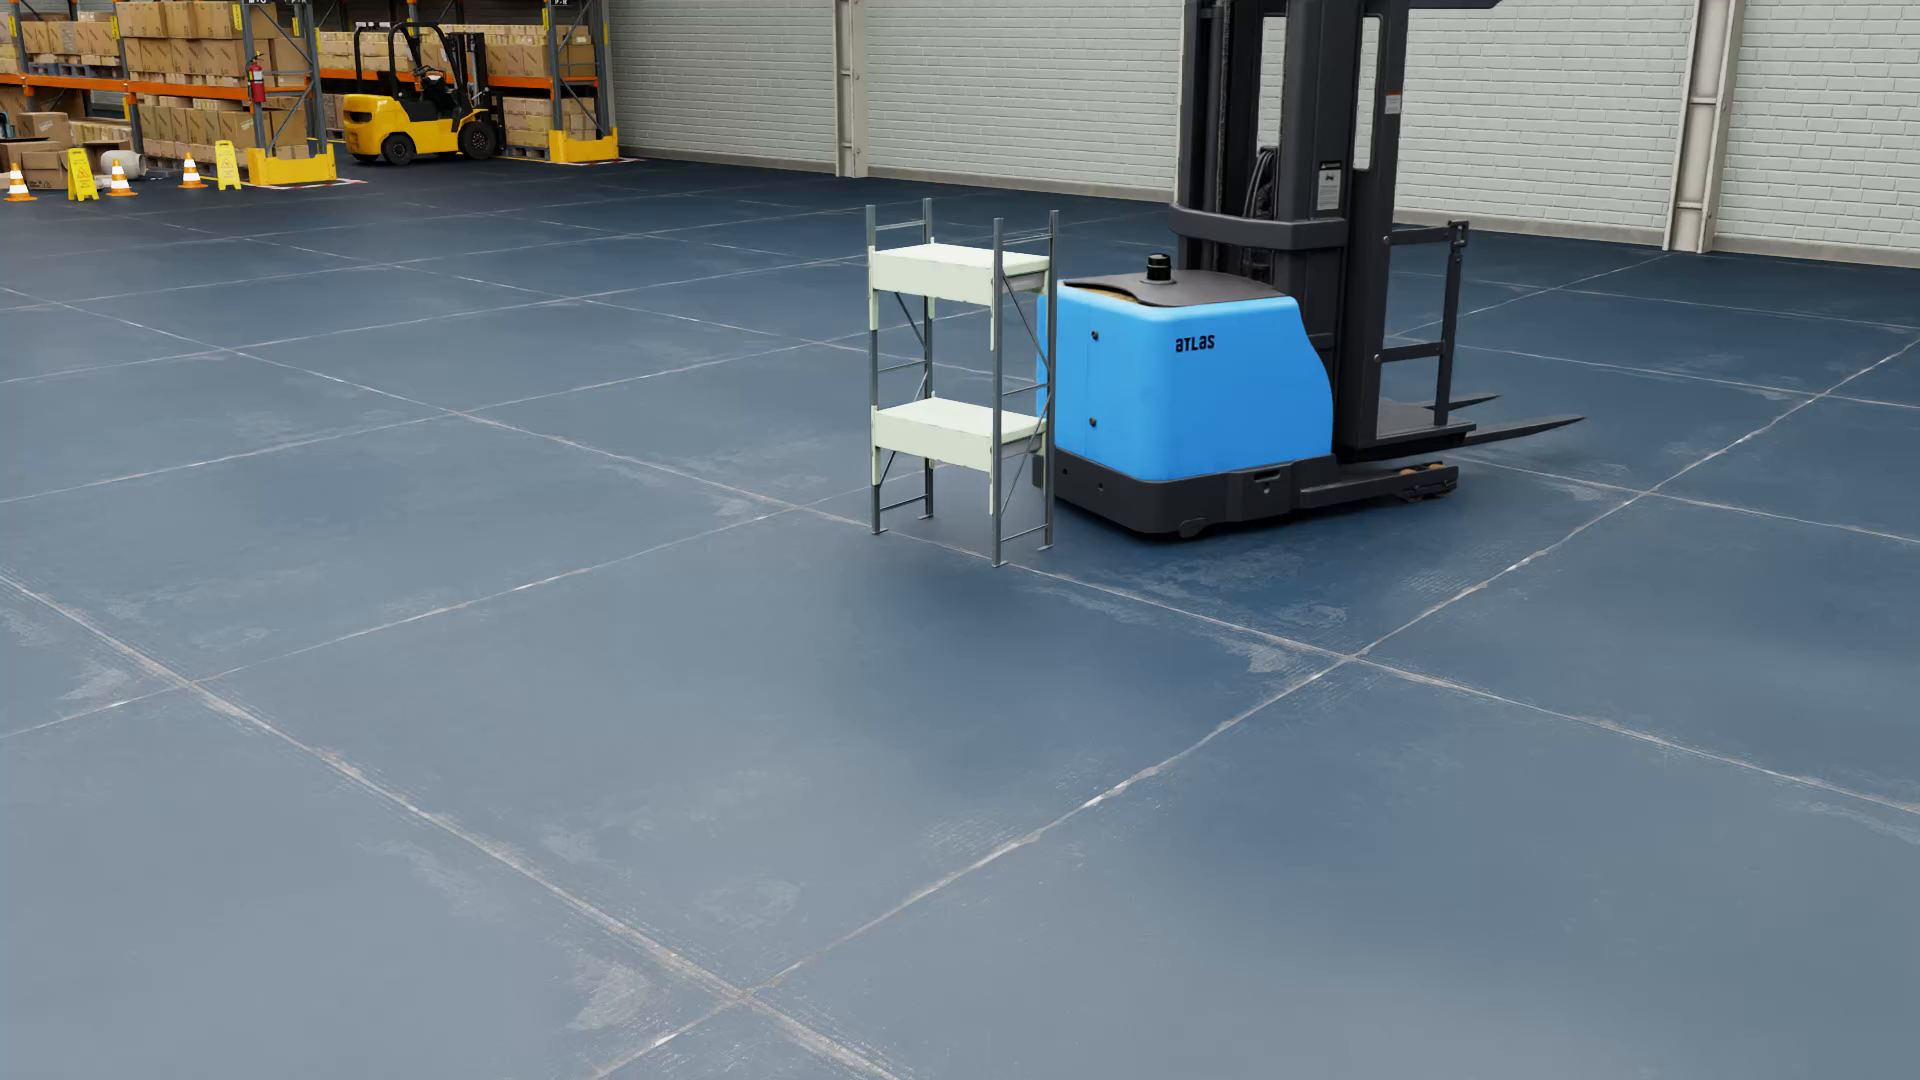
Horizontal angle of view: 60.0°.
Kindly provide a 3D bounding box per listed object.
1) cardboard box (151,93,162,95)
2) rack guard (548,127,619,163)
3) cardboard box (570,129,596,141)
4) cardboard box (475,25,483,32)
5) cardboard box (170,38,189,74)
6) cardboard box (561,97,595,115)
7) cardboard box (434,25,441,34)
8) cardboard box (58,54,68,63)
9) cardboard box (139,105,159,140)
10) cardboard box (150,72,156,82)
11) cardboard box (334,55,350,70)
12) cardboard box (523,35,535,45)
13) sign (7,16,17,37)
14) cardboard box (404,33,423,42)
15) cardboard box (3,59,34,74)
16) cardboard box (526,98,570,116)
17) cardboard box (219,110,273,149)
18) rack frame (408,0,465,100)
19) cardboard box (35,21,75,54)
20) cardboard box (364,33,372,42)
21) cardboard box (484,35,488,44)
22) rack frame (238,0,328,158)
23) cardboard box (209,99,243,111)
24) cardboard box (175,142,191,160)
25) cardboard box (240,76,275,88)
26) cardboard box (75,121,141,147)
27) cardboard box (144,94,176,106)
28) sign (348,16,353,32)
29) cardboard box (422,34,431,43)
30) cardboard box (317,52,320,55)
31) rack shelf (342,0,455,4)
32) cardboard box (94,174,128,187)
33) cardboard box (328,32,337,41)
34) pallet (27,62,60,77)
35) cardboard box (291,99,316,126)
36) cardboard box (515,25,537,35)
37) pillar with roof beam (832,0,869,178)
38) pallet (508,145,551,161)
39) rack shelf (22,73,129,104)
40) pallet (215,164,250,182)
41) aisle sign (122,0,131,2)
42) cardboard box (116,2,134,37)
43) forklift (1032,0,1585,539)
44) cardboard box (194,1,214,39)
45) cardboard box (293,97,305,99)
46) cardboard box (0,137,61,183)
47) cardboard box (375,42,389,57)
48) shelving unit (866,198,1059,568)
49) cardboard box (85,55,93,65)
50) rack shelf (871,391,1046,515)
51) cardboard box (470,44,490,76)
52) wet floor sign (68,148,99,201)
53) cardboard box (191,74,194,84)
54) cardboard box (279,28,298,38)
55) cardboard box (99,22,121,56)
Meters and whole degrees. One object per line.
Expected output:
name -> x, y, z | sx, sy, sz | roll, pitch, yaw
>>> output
cardboard box -> -17.106, -9.546, 36.170 | 0.500, 0.500, 0.700 | 16, 24, 41
rack guard -> -6.130, -6.453, 27.118 | 0.348, 0.500, 1.175 | 15, 23, 39
cardboard box -> -6.385, -6.682, 27.558 | 0.500, 0.250, 0.500 | 15, 23, 39
cardboard box -> -7.883, -8.533, 27.811 | 0.250, 0.149, 0.380 | 15, 23, 39
cardboard box -> -11.138, -7.070, 24.275 | 0.500, 0.500, 0.500 | 15, 23, 40
cardboard box -> -6.381, -7.155, 27.396 | 0.500, 0.250, 0.500 | 15, 23, 38
cardboard box -> -8.830, -8.792, 28.626 | 0.250, 0.149, 0.380 | 15, 23, 40
cardboard box -> -14.516, -7.884, 27.218 | 0.380, 0.149, 0.250 | -17, 24, -42
cardboard box -> -12.169, -6.396, 25.418 | 0.500, 0.500, 0.500 | 16, 24, 42
cardboard box -> -11.966, -6.988, 25.086 | 0.250, 0.149, 0.380 | 15, 23, 39
cardboard box -> -11.199, -8.836, 30.742 | 0.500, 0.250, 0.500 | 14, 22, 38
cardboard box -> -6.804, -8.057, 26.802 | 0.250, 0.149, 0.380 | 16, 23, 40
sign -> -15.789, -8.557, 27.703 | 0.005, 0.325, 0.100 | 15, 23, 39
cardboard box -> -9.542, -8.828, 29.231 | 0.250, 0.149, 0.380 | 16, 24, 41
cardboard box -> -15.974, -8.103, 28.433 | 0.500, 0.250, 0.500 | 14, 22, 37
cardboard box -> -6.699, -7.037, 27.026 | 0.500, 0.250, 0.500 | 16, 24, 41
cardboard box -> -10.212, -5.874, 23.774 | 0.500, 0.500, 0.500 | 15, 23, 40
rack frame -> -9.139, -8.452, 29.286 | 0.127, 3.000, 1.000 | 15, 23, 39
cardboard box -> -14.846, -8.276, 27.378 | 0.500, 0.500, 0.500 | 17, 24, 42
cardboard box -> -10.517, -9.077, 30.018 | 0.250, 0.149, 0.380 | 15, 23, 40
cardboard box -> -7.695, -8.335, 27.678 | 0.250, 0.149, 0.380 | 15, 23, 39
rack frame -> -9.439, -6.525, 23.214 | 0.127, 3.000, 1.000 | 15, 23, 39
cardboard box -> -10.531, -6.242, 23.861 | 0.250, 0.149, 0.380 | 16, 24, 41
cardboard box -> -11.364, -5.828, 24.868 | 0.500, 0.250, 0.500 | 15, 23, 39
cardboard box -> -9.861, -6.432, 23.337 | 0.250, 0.149, 0.380 | 16, 24, 41
cardboard box -> -13.886, -6.664, 27.300 | 0.625, 0.372, 0.950 | 16, 24, 41
cardboard box -> -12.115, -6.667, 25.198 | 0.250, 0.149, 0.380 | 15, 23, 40
sign -> -11.765, -9.934, 32.039 | 0.005, 0.325, 0.100 | 15, 23, 39
cardboard box -> -9.075, -8.686, 28.784 | 0.250, 0.149, 0.380 | 15, 23, 38
cardboard box -> -11.978, -9.272, 31.291 | 0.500, 0.250, 0.500 | 15, 23, 39
rack shelf -> -10.635, -9.941, 30.207 | 4.000, 0.370, 1.077 | 15, 23, 39
cardboard box -> -11.760, -4.973, 23.034 | 0.380, 0.149, 0.250 | -6, 18, -18
cardboard box -> -11.475, -9.333, 30.823 | 0.250, 0.149, 0.380 | 15, 23, 40
pallet -> -14.819, -7.921, 27.930 | 1.003, 0.211, 1.213 | 15, 23, 39
cardboard box -> -12.590, -8.301, 32.246 | 0.500, 0.500, 0.500 | 16, 24, 41
cardboard box -> -6.974, -8.261, 26.954 | 0.250, 0.149, 0.380 | 16, 23, 40
pillar with roof beam -> -4.440, -8.674, 20.066 | 0.400, 9.000, 9.100 | 15, 23, 39
pallet -> -6.747, -6.464, 27.631 | 1.213, 0.211, 1.003 | 15, 23, 39
rack shelf -> -13.927, -7.387, 27.119 | 4.000, 0.370, 1.077 | 15, 23, 39
pallet -> -10.080, -5.383, 24.224 | 1.213, 0.211, 1.003 | 15, 23, 39
aisle sign -> -18.361, -12.048, 36.319 | 0.004, 0.787, 0.394 | 15, 23, 39
cardboard box -> -12.246, -7.857, 25.101 | 0.500, 0.500, 0.700 | 15, 23, 39
forklift -> 1.894, -1.709, 8.150 | 3.031, 2.935, 1.130 | -10, 20, -28
cardboard box -> -10.340, -7.348, 23.496 | 0.500, 0.500, 0.700 | 15, 23, 40
cardboard box -> -12.669, -8.615, 32.165 | 0.250, 0.149, 0.380 | 14, 22, 37
cardboard box -> -13.139, -5.366, 23.464 | 0.503, 0.637, 0.797 | 15, 23, 39
cardboard box -> -10.066, -8.762, 29.682 | 0.500, 0.250, 0.500 | 14, 23, 38
shelving unit -> 0.005, -0.714, 7.381 | 0.755, 1.500, 0.431 | 15, 23, 39
cardboard box -> -13.594, -7.601, 26.324 | 0.250, 0.149, 0.380 | 15, 23, 40
rack shelf -> 0.005, -0.403, 7.479 | 0.720, 0.370, 0.431 | 15, 23, 39
cardboard box -> -7.839, -8.044, 27.833 | 0.500, 0.500, 0.500 | 15, 23, 40
wet floor sign -> -11.314, -4.705, 21.371 | 0.232, 0.644, 0.267 | 11, 20, 30
cardboard box -> -10.991, -6.744, 24.318 | 0.250, 0.149, 0.380 | 15, 23, 39
cardboard box -> -13.475, -9.791, 32.639 | 0.637, 0.503, 0.797 | 14, 23, 38
cardboard box -> -12.929, -7.759, 25.750 | 0.500, 0.500, 0.500 | 15, 23, 38
